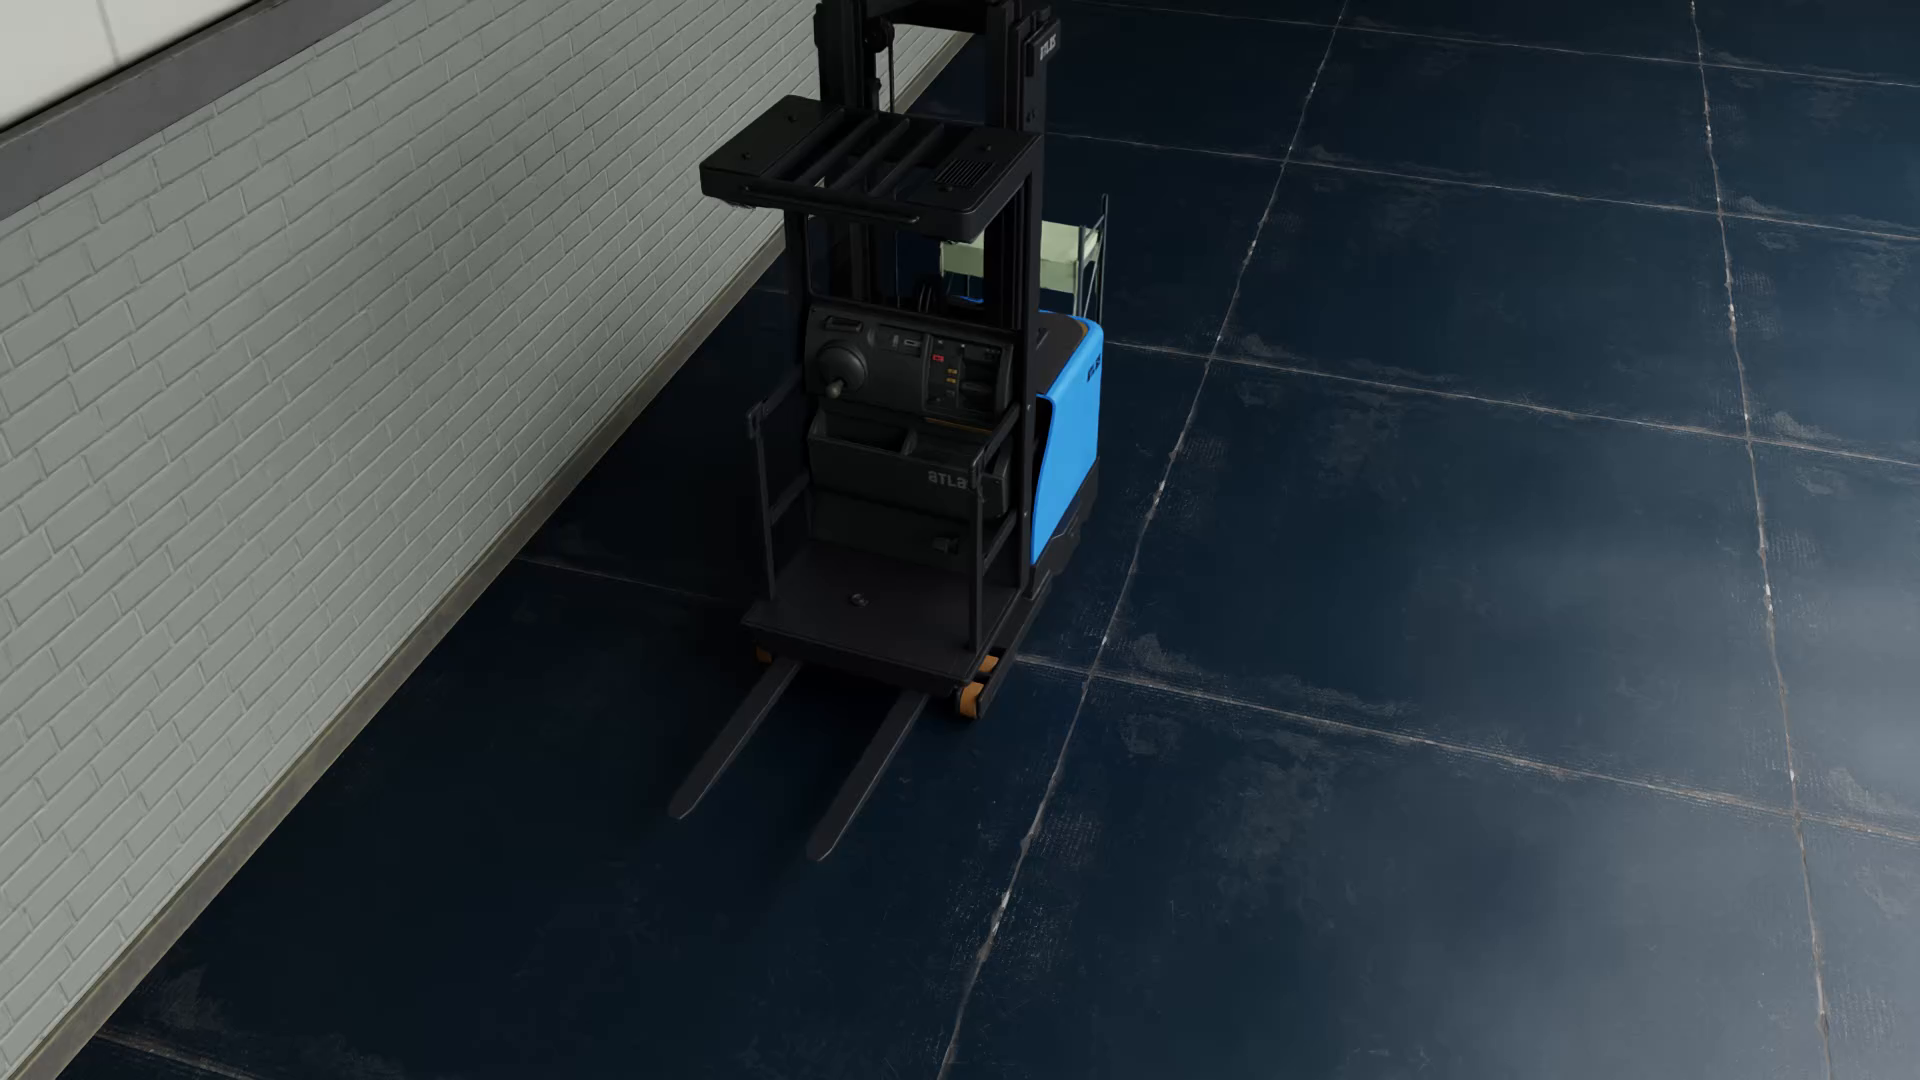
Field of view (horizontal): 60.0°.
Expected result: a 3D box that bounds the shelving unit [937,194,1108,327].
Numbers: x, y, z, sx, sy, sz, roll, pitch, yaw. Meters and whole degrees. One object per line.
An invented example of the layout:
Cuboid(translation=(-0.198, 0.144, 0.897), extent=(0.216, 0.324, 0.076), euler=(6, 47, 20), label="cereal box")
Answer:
Cuboid(translation=(0.310, -1.077, 8.633), extent=(0.755, 1.500, 0.431), euler=(13, 38, 17), label="shelving unit")

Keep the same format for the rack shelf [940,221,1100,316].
Cuboid(translation=(0.310, -1.391, 8.401), extent=(0.720, 0.370, 0.431), euler=(13, 38, 17), label="rack shelf")

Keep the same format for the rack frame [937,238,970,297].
Cuboid(translation=(-0.031, -1.156, 8.740), extent=(0.023, 1.500, 0.400), euler=(13, 38, 17), label="rack frame")

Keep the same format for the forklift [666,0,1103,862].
Cuboid(translation=(-0.300, -0.674, 6.878), extent=(1.130, 2.935, 3.031), euler=(13, 38, 17), label="forklift")

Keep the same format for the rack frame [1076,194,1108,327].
Cuboid(translation=(0.651, -0.997, 8.525), extent=(0.023, 1.500, 0.400), euler=(13, 38, 17), label="rack frame")
